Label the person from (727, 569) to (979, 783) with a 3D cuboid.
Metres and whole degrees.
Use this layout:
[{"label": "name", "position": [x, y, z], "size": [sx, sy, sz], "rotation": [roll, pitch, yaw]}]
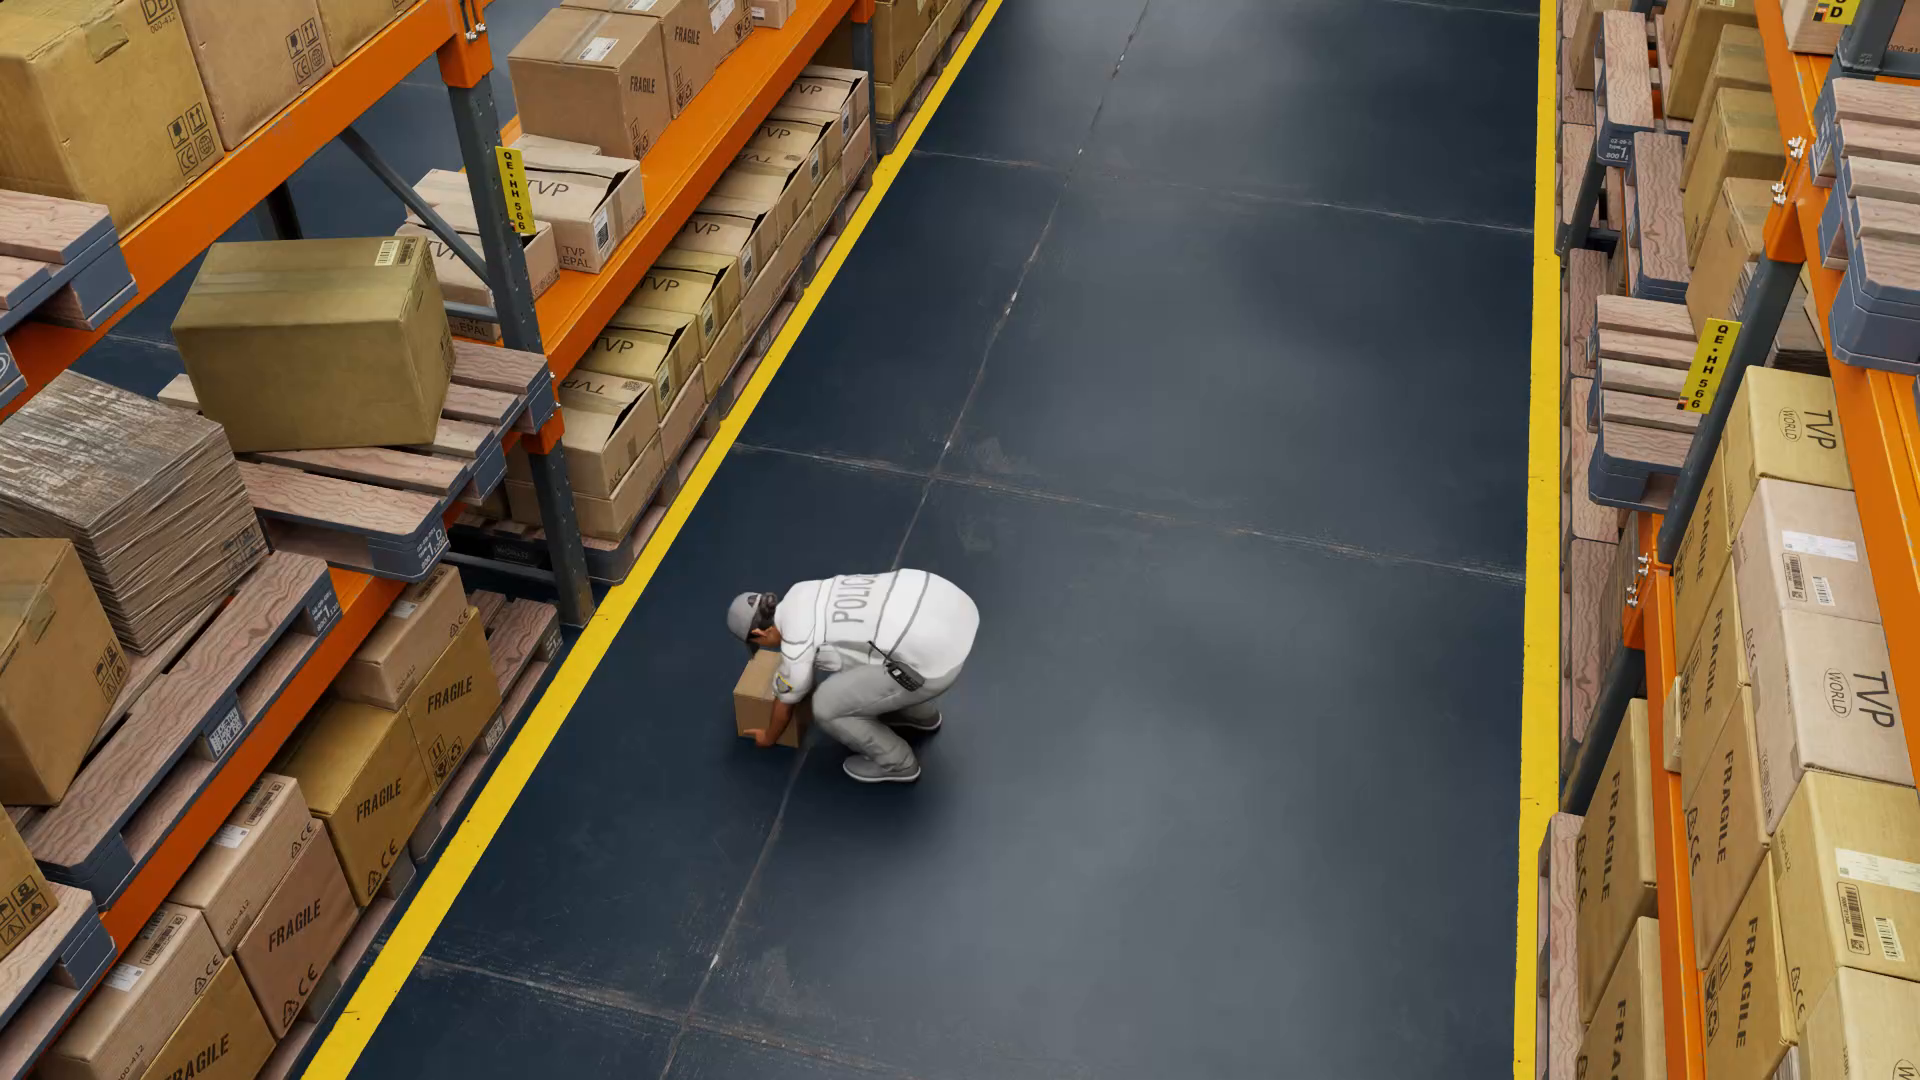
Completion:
[{"label": "person", "position": [-0.409, 0.481, 6.260], "size": [0.942, 0.833, 0.523], "rotation": [9, 42, 10]}]
